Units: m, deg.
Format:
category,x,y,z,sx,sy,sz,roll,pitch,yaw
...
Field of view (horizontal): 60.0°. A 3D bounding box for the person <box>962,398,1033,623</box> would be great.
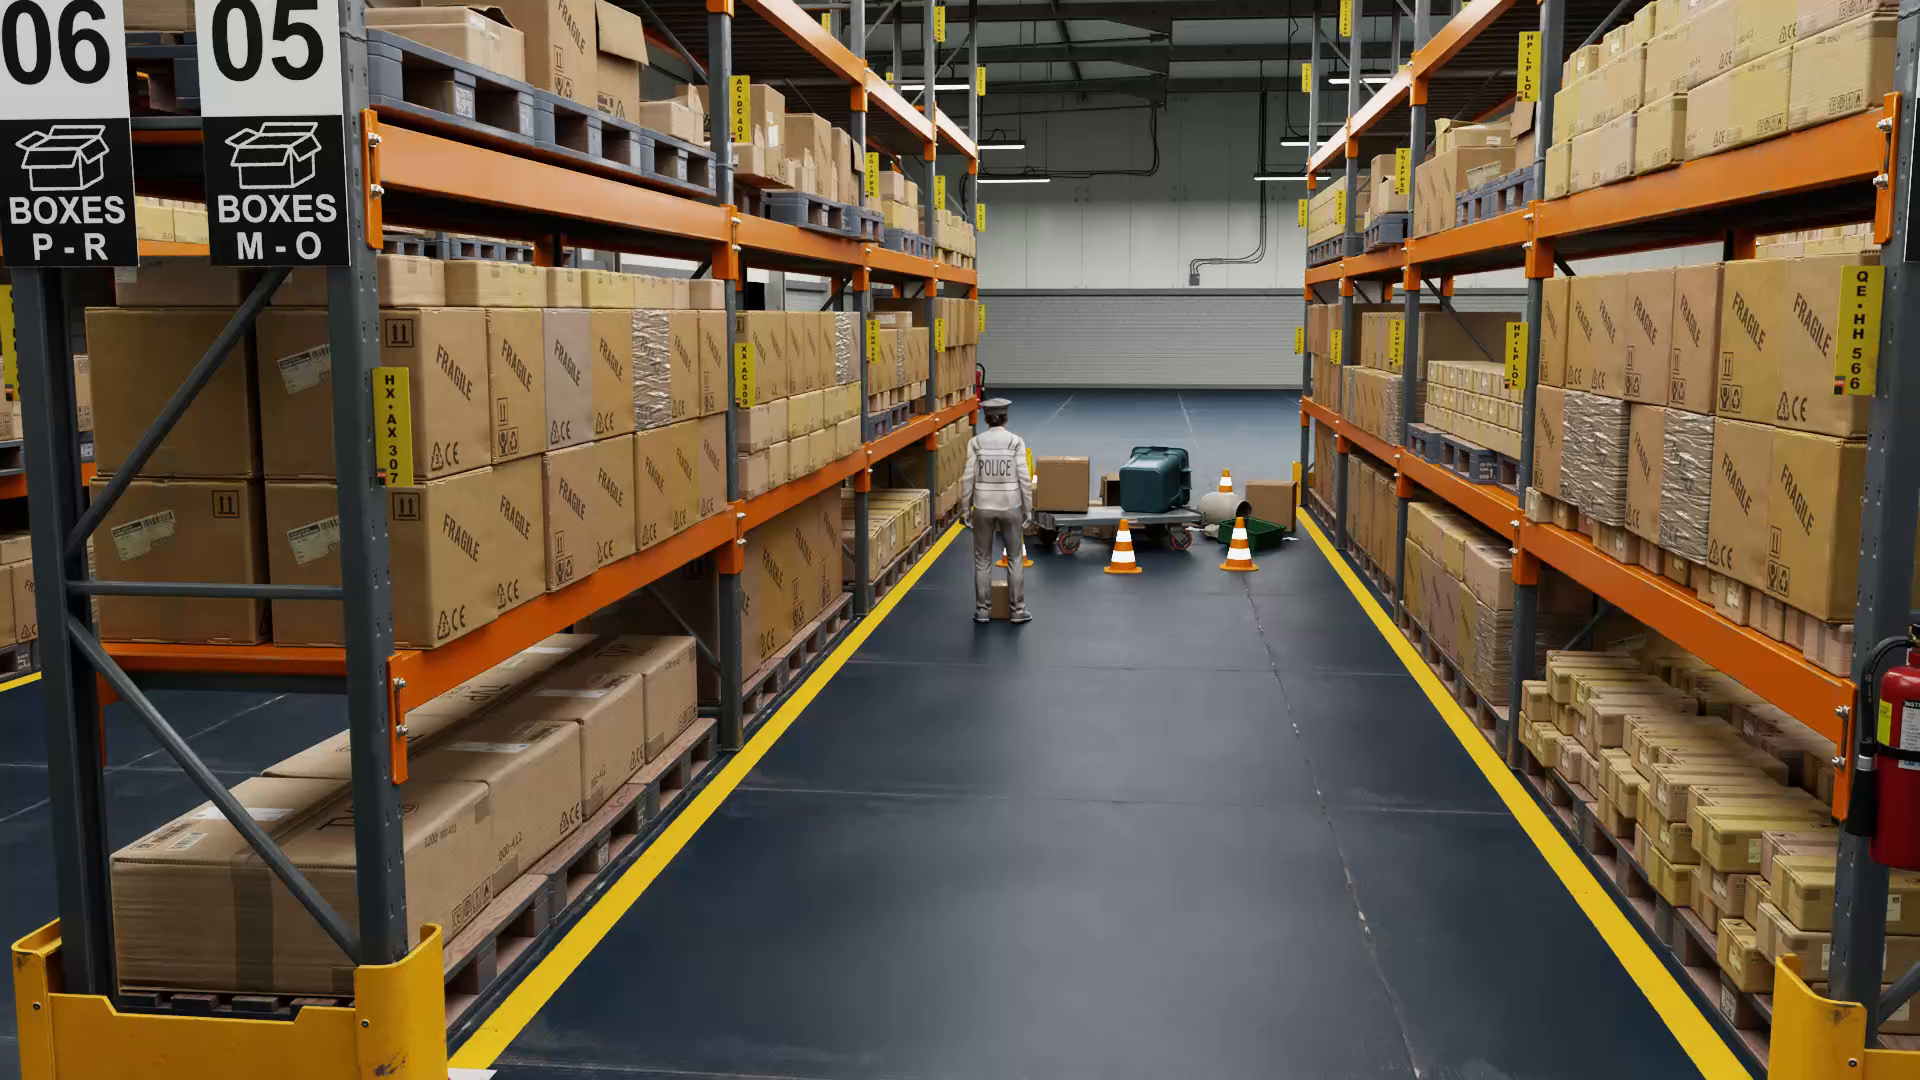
category,x,y,z,sx,sy,sz,roll,pitch,yaw
person,0.276,-0.214,12.367,0.529,1.664,0.371,1,8,7
